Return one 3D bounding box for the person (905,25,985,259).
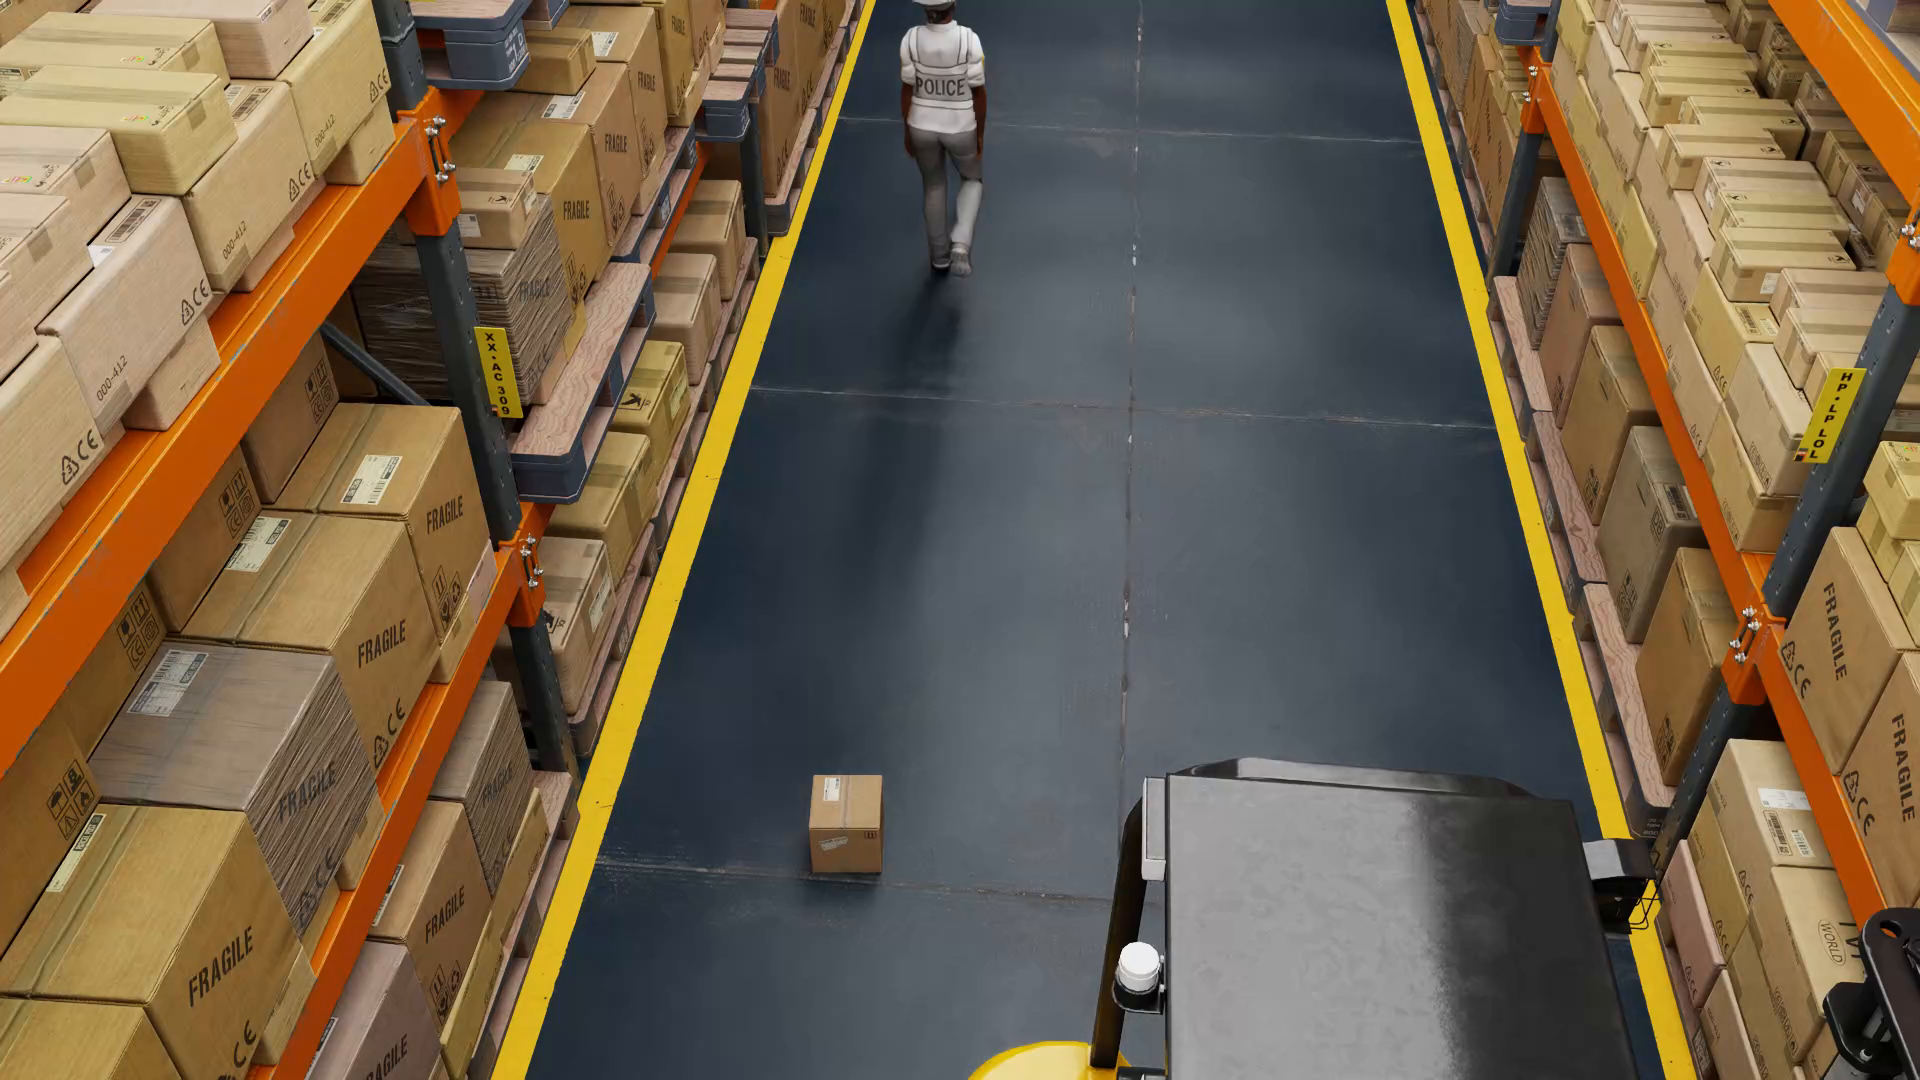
[{"bbox_3d":[-0.082,-2.054,8.682,0.390,1.347,0.446,4,41,5],"label":"person"}]
